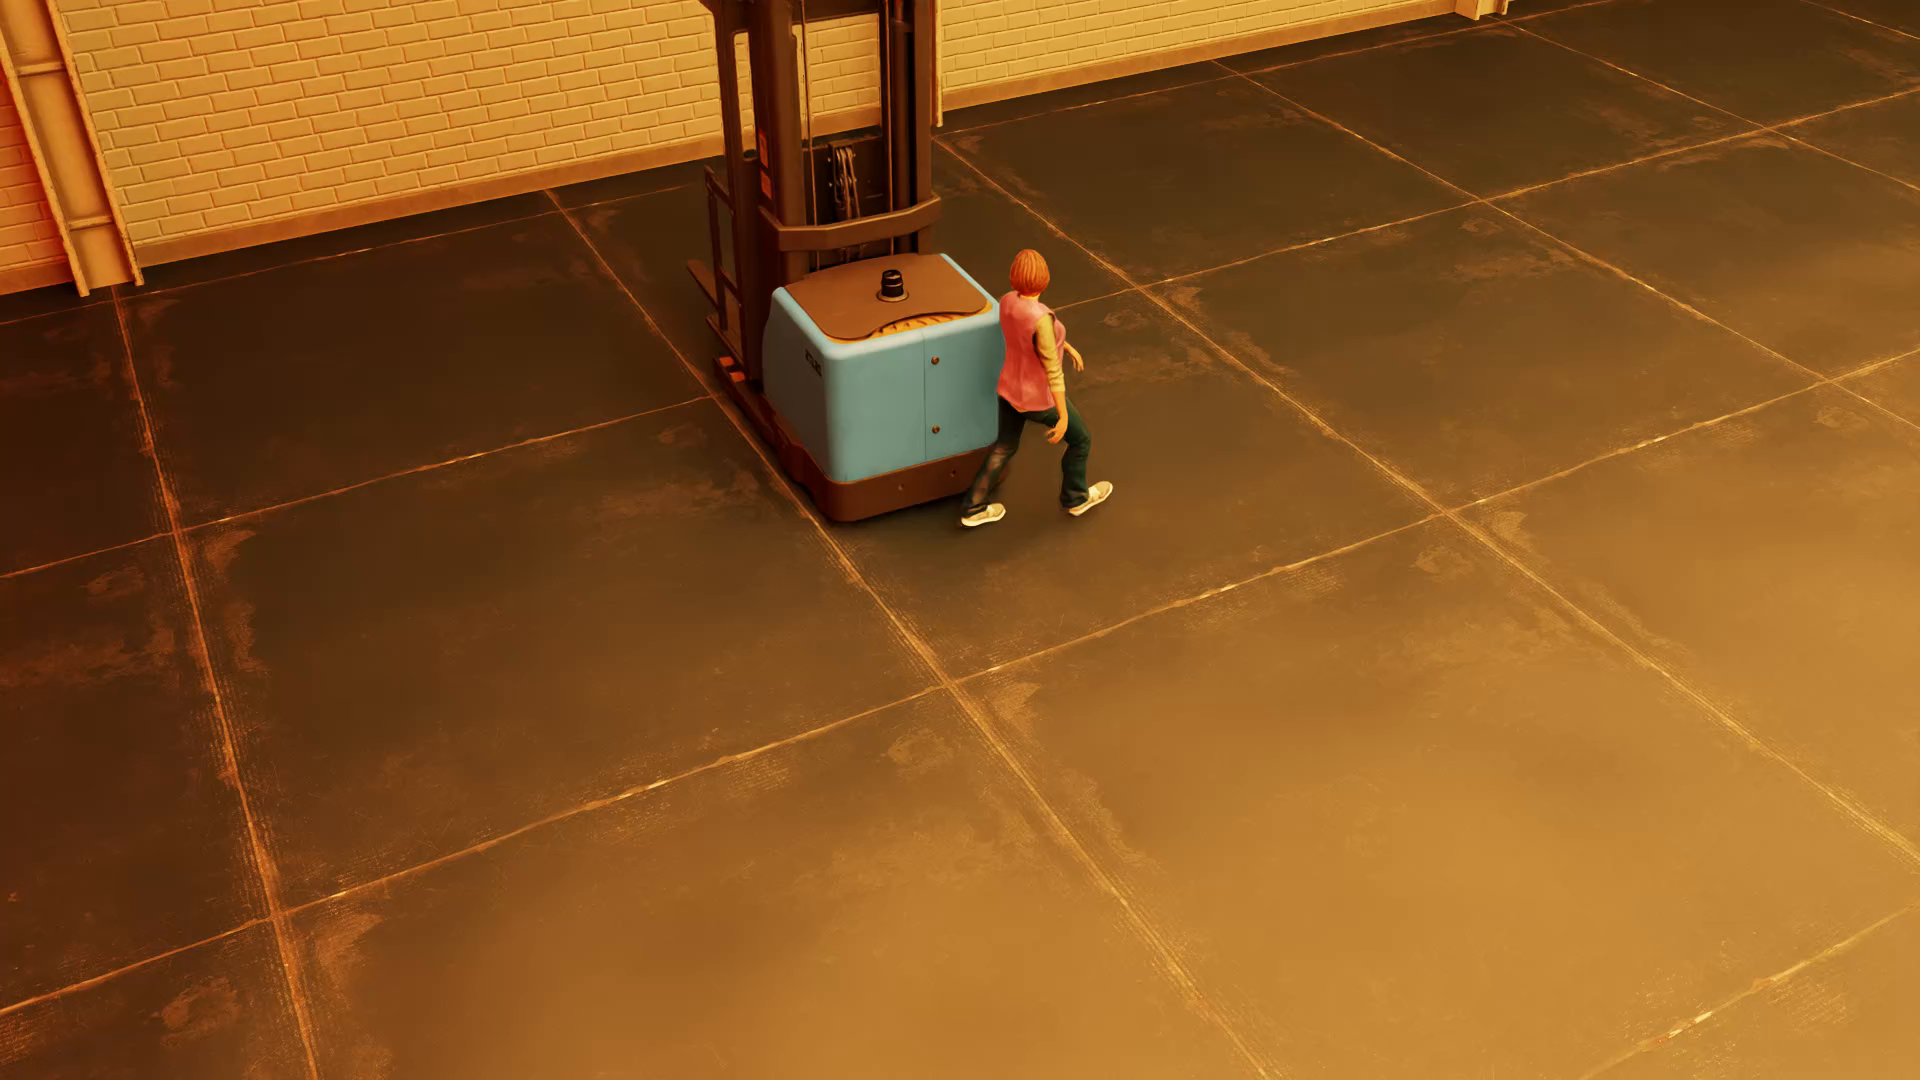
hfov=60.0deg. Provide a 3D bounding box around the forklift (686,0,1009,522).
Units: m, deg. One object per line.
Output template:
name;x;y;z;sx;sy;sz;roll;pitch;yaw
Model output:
forklift;-0.829;-2.129;9.135;1.130;2.935;3.031;-15;38;-21

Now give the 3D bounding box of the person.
person;0.424;-0.731;8.381;0.797;1.526;0.540;-24;42;-30
